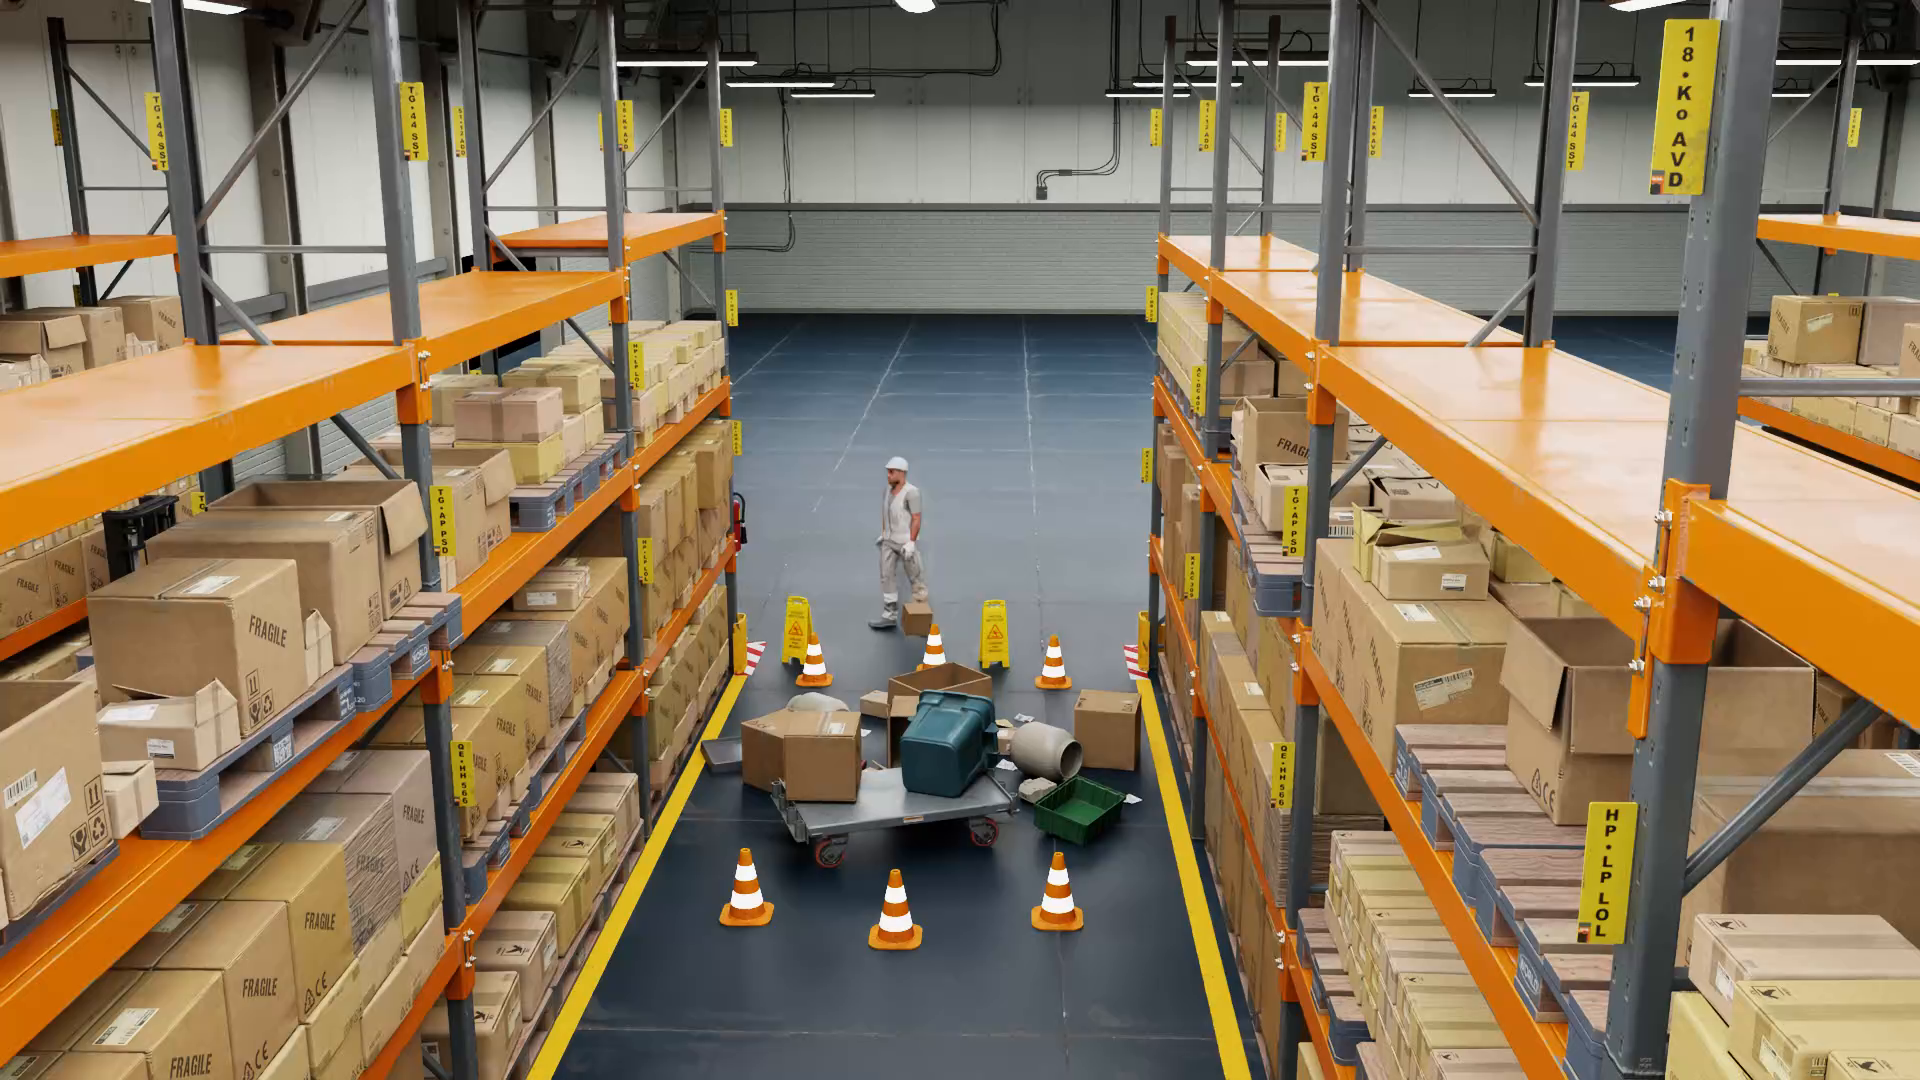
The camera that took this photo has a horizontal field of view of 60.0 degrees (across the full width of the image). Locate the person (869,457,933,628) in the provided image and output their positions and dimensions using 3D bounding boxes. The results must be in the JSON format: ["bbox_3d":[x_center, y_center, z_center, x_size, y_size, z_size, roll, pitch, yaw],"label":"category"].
[{"bbox_3d":[-0.627,0.016,17.216,0.643,1.784,0.647,-13,19,-43],"label":"person"}]
